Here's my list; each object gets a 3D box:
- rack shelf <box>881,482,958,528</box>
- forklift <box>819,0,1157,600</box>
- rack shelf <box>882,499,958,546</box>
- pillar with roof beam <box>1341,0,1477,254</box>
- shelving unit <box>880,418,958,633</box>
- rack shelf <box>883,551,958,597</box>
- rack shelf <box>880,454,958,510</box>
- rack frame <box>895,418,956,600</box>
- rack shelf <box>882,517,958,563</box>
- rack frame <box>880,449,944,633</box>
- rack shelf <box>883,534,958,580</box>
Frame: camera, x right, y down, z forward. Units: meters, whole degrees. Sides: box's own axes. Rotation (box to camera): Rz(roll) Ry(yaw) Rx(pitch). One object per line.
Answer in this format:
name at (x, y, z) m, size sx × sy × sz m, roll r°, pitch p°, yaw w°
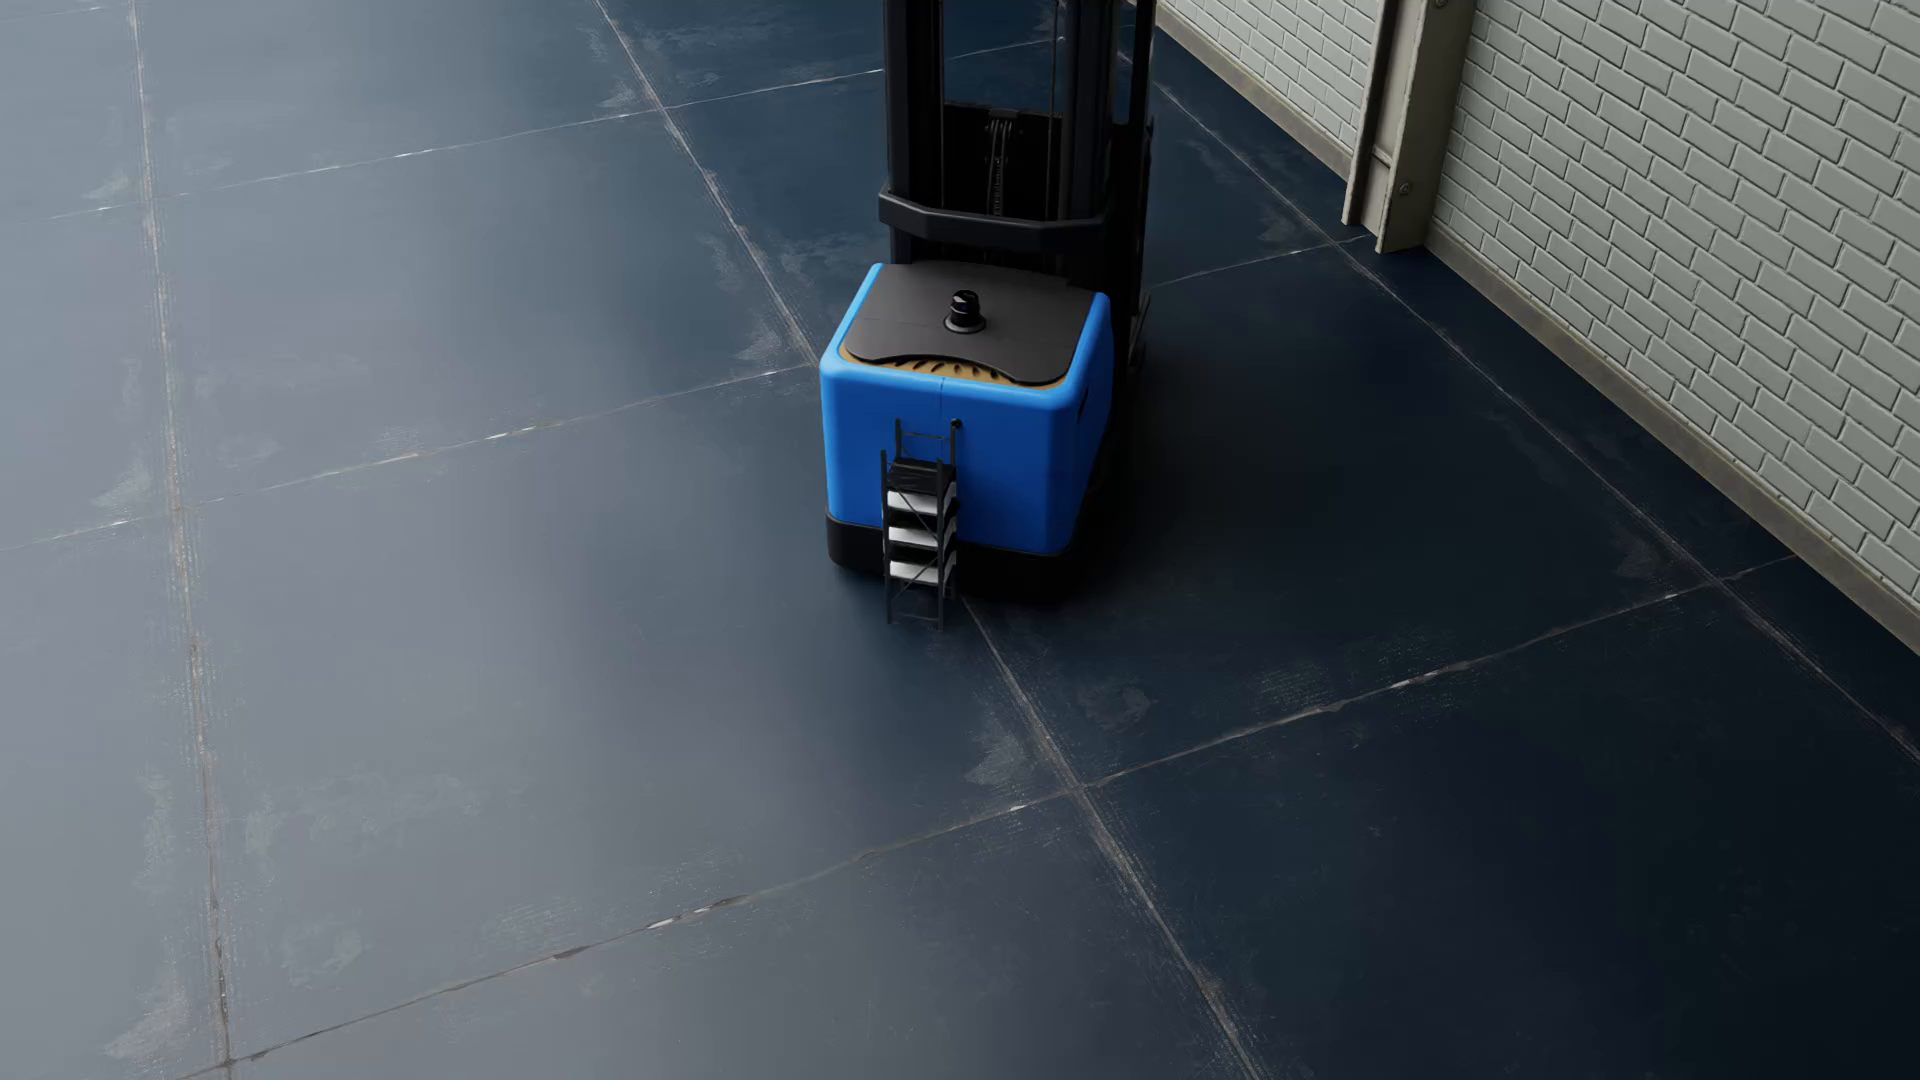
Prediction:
rack shelf at (-0.159, -0.157, 6.517) m, size 0.258 × 0.077 × 0.200 m, roll 9°, pitch 42°, yaw 11°
forklift at (0.290, -1.835, 7.136) m, size 1.130 × 2.935 × 3.031 m, roll 9°, pitch 42°, yaw 11°
rack shelf at (-0.159, -0.088, 6.576) m, size 0.258 × 0.077 × 0.200 m, roll 9°, pitch 42°, yaw 11°
pillar with roof beam at (-1.622, -4.051, 5.060) m, size 9.100 × 9.000 × 0.400 m, roll -15°, pitch 43°, yaw -17°
shelving unit at (-0.159, -0.045, 6.613) m, size 0.258 × 0.900 × 0.210 m, roll 9°, pitch 42°, yaw 11°
rack shelf at (-0.159, 0.116, 6.752) m, size 0.258 × 0.077 × 0.200 m, roll 9°, pitch 42°, yaw 11°
rack shelf at (-0.159, -0.225, 6.458) m, size 0.258 × 0.077 × 0.200 m, roll 9°, pitch 42°, yaw 11°
rack frame at (-0.134, -0.110, 6.687) m, size 0.240 × 0.900 × 0.006 m, roll 9°, pitch 42°, yaw 11°
rack shelf at (-0.159, -0.020, 6.634) m, size 0.258 × 0.077 × 0.200 m, roll 9°, pitch 42°, yaw 11°
rack frame at (-0.183, 0.019, 6.538) m, size 0.240 × 0.900 × 0.006 m, roll 9°, pitch 42°, yaw 11°
rack shelf at (-0.159, 0.048, 6.693) m, size 0.258 × 0.077 × 0.200 m, roll 9°, pitch 42°, yaw 11°
